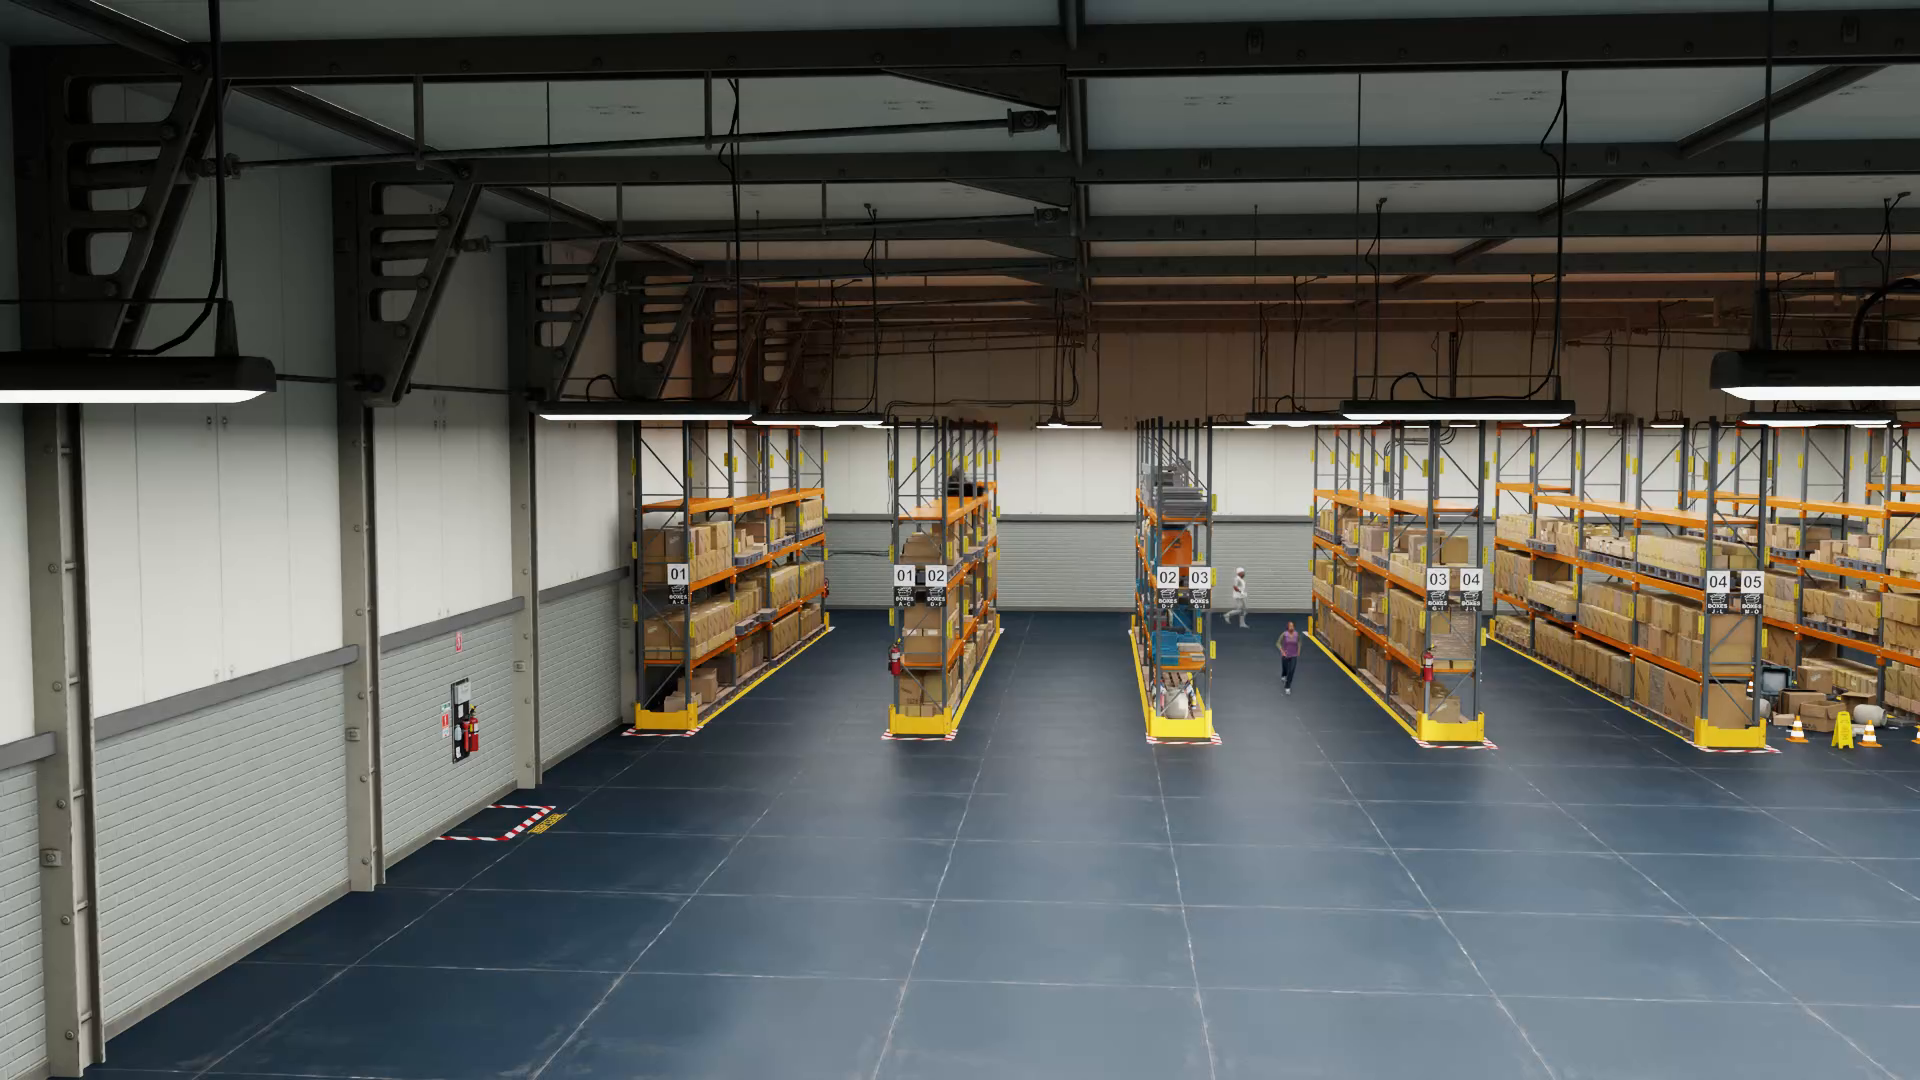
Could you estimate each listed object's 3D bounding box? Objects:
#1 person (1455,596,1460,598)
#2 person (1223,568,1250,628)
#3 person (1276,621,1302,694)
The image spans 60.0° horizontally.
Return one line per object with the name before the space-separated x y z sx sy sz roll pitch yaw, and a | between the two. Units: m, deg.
person | 13.549 1.978 46.113 0.785 1.497 0.596 3 5 39
person | 8.120 1.683 48.654 0.760 1.768 0.684 1 4 18
person | 7.235 2.566 36.561 0.565 1.582 0.743 0 4 0
